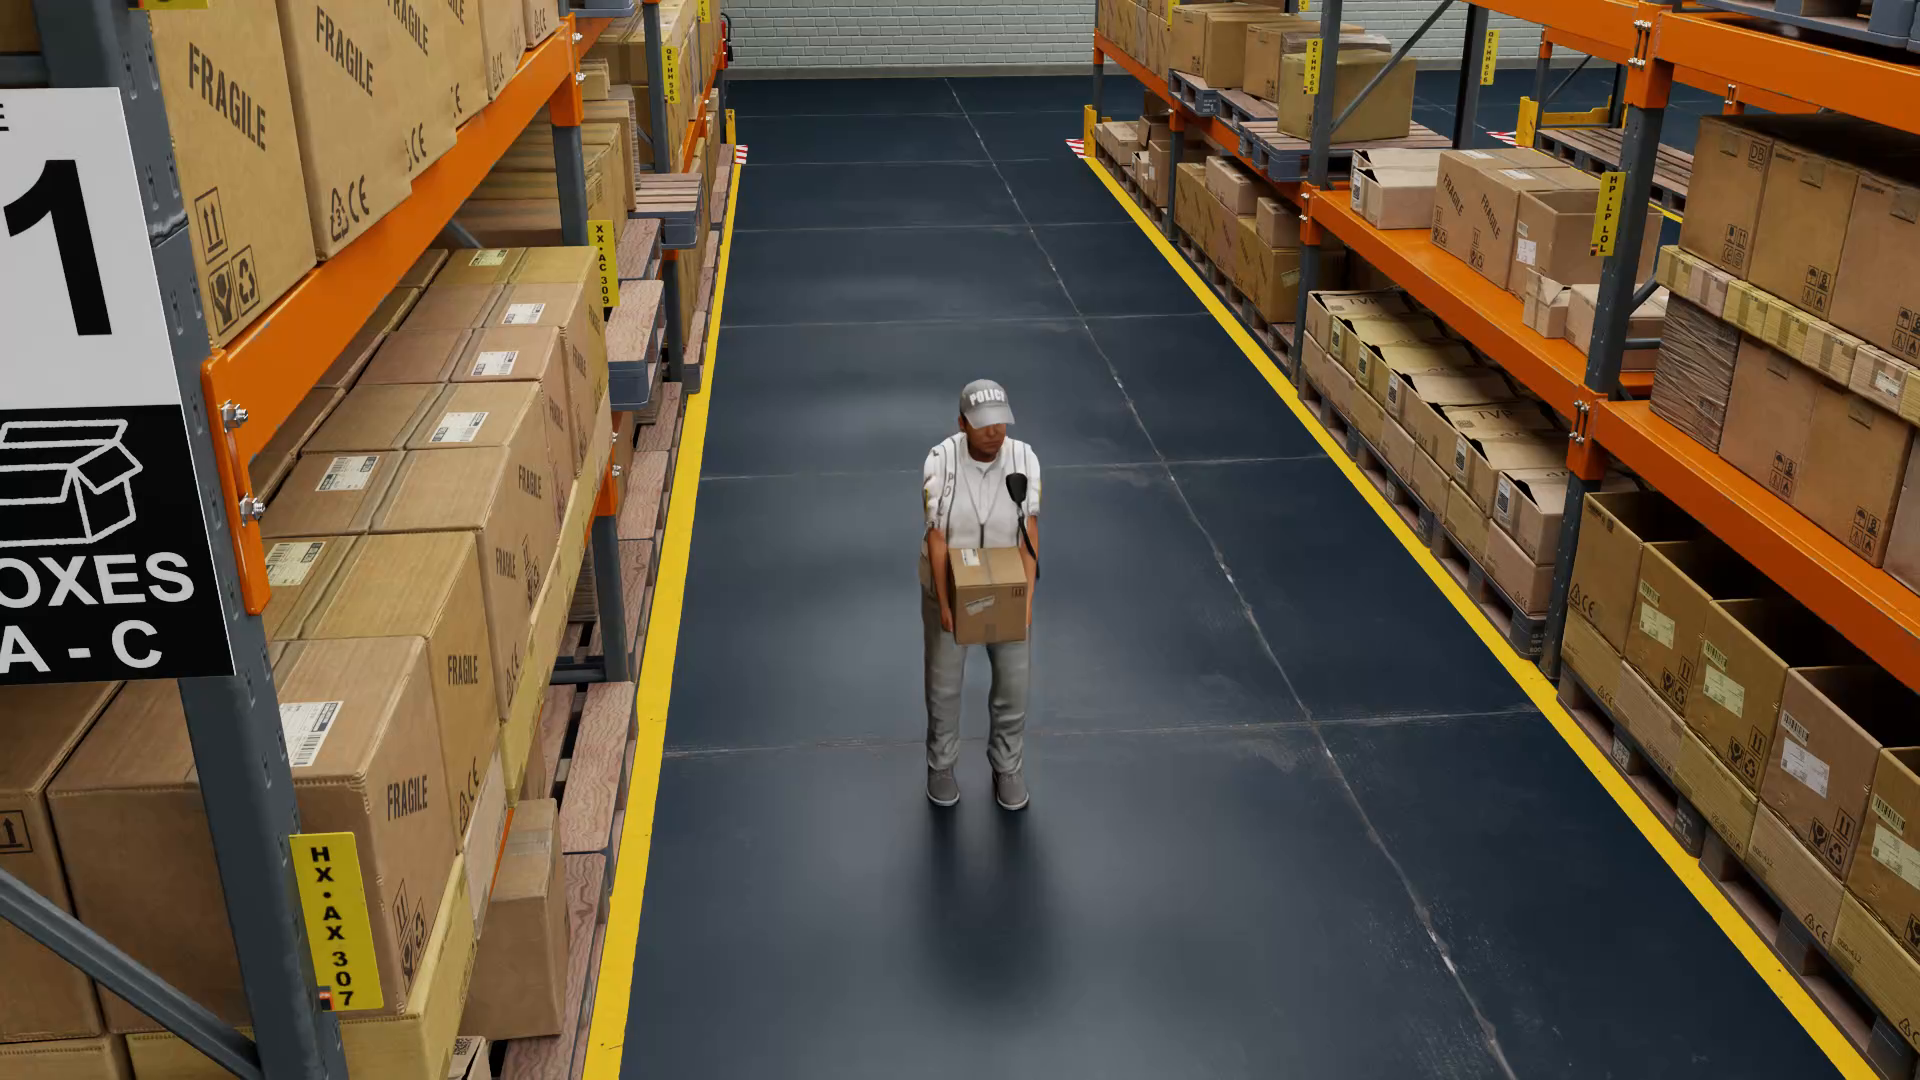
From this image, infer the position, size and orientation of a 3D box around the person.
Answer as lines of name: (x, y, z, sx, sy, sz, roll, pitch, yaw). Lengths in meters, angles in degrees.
person: (0.080, 0.217, 6.124, 0.452, 1.661, 0.552, -3, 24, -6)
